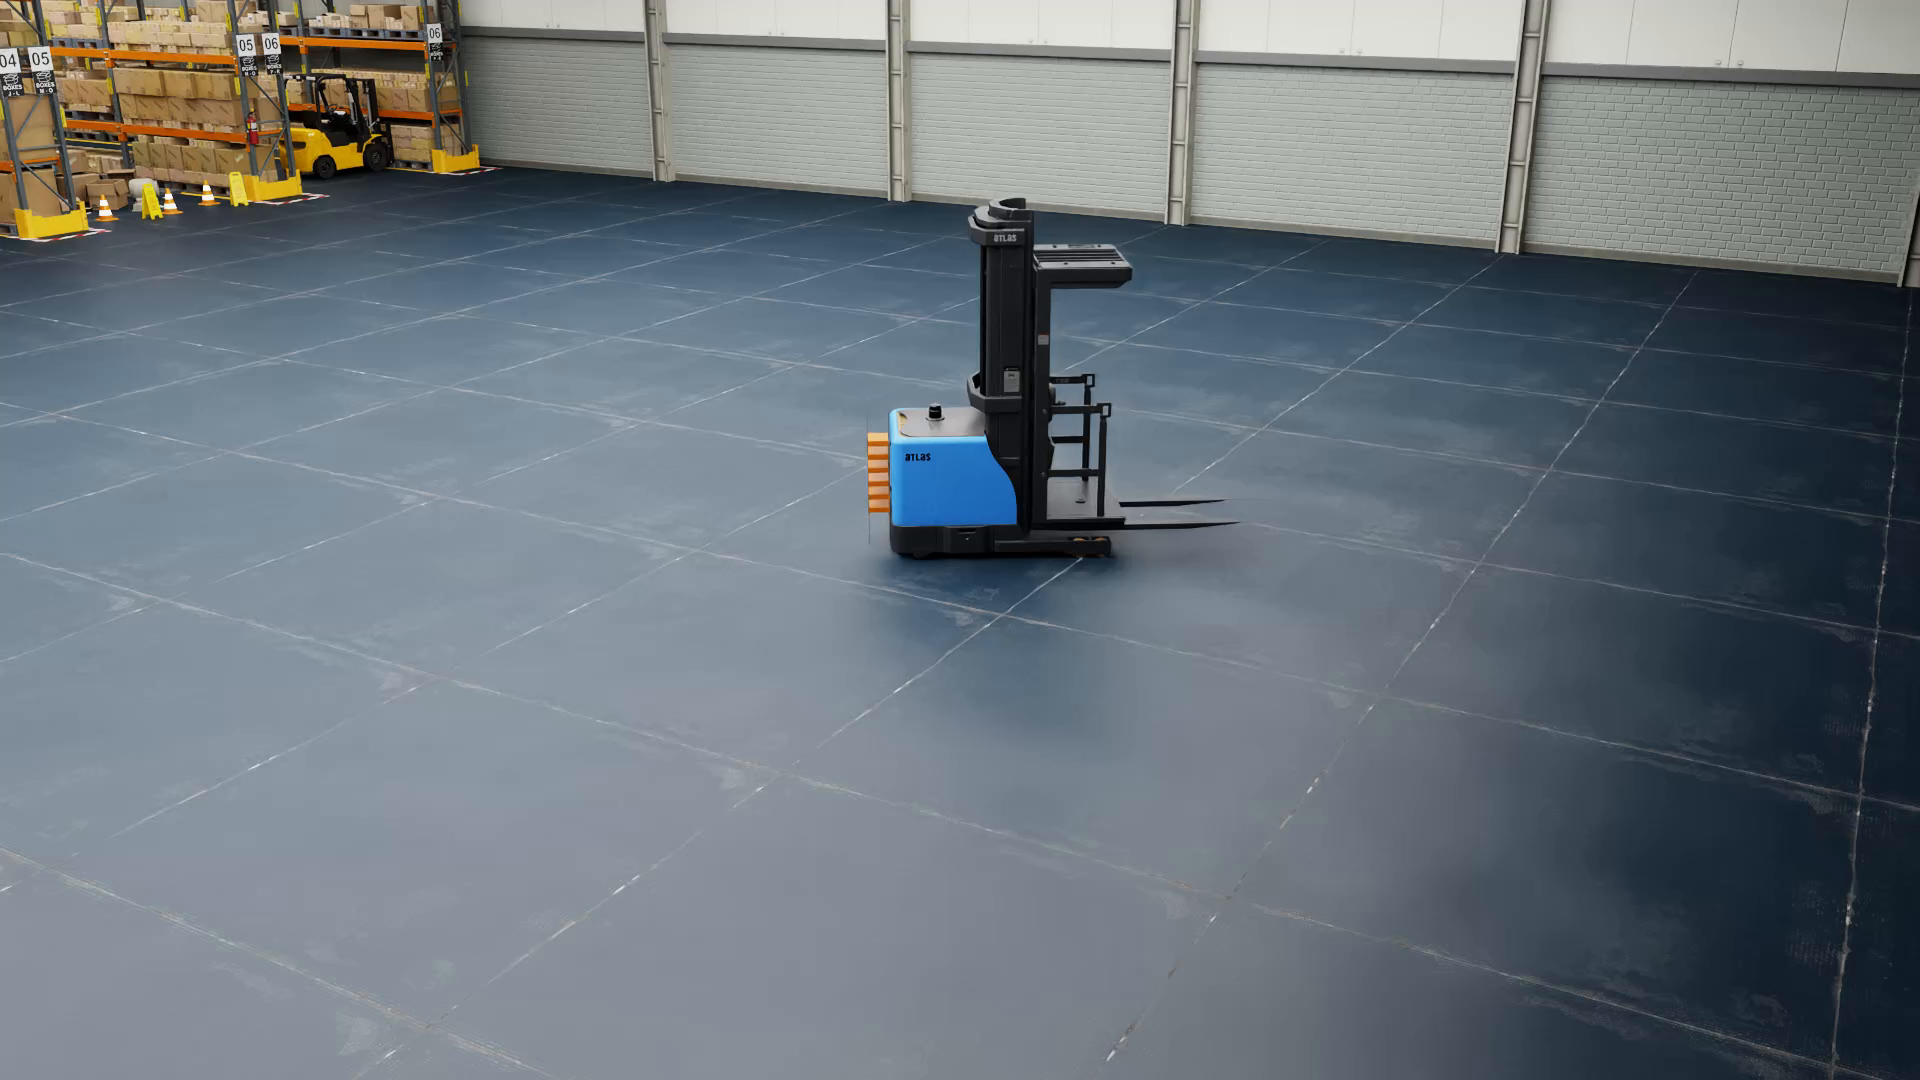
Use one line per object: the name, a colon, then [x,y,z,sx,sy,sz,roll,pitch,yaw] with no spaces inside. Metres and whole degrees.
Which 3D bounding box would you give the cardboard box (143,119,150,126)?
cardboard box: [-16.816,-8.743,34.735,0.250,0.149,0.380,11,23,27]

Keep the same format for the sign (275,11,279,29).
sign: [-13.671,-10.388,33.221,0.005,0.325,0.100,11,23,27]

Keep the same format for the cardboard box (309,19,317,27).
cardboard box: [-14.766,-11.920,38.333,0.250,0.149,0.380,11,23,28]

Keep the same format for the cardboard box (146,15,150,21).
cardboard box: [-20.040,-12.950,41.201,0.250,0.149,0.380,12,23,29]

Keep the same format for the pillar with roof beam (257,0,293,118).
pillar with roof beam: [-19.024,-12.804,36.765,0.400,9.000,9.100,11,23,27]

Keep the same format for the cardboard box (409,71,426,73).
cardboard box: [-12.365,-10.634,38.045,0.250,0.149,0.380,11,23,28]

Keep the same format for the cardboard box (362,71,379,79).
cardboard box: [-13.487,-10.673,38.152,0.250,0.149,0.380,11,23,28]

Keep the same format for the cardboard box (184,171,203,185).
cardboard box: [-15.680,-7.539,34.462,0.500,0.250,0.500,10,22,25]

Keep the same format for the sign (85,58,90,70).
sign: [-22.252,-12.124,42.416,0.005,0.325,0.100,11,23,27]

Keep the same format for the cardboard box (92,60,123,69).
cardboard box: [-21.681,-11.977,42.519,0.500,0.500,0.700,11,23,29]

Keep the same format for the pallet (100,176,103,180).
pallet: [-19.177,-8.091,36.659,1.213,0.211,1.003,11,23,27]

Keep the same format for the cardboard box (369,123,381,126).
cardboard box: [-13.405,-9.493,38.384,0.500,0.250,0.500,10,22,26]

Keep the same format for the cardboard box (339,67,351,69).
cardboard box: [-14.385,-11.024,39.119,0.250,0.149,0.380,10,22,26]

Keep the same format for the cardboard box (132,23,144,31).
cardboard box: [-16.628,-10.455,33.887,0.250,0.149,0.380,11,22,27]

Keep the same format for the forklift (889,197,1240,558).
forklift: [0.902,-1.405,14.239,3.031,2.935,1.130,-1,20,-3]

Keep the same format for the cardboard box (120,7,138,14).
cardboard box: [-20.574,-13.137,41.250,0.250,0.149,0.380,11,23,28]

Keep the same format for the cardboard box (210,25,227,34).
cardboard box: [-14.581,-10.095,32.894,0.250,0.149,0.380,11,23,28]

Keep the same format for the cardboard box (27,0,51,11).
cardboard box: [-23.891,-13.859,43.122,0.500,0.250,0.500,11,23,29]

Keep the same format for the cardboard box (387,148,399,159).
cardboard box: [-12.944,-8.944,38.337,0.500,0.250,0.500,11,23,28]

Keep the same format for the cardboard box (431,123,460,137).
cardboard box: [-11.845,-9.395,38.114,0.500,0.250,0.500,10,22,26]

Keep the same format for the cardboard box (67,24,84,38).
cardboard box: [-18.447,-10.747,35.097,0.500,0.250,0.500,11,23,28]

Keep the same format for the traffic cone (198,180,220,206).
traffic cone: [-14.940,-6.900,33.007,0.334,0.463,0.336,11,23,27]

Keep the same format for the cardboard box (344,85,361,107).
cardboard box: [-13.844,-10.279,38.454,0.500,0.500,0.500,11,22,27]

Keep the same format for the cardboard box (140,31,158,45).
cardboard box: [-16.291,-10.225,33.838,0.500,0.250,0.500,11,23,28]

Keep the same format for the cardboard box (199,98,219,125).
cardboard box: [-14.978,-8.685,33.624,0.500,0.500,0.500,11,23,27]

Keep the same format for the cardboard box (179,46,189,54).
cardboard box: [-15.488,-9.895,33.511,0.250,0.149,0.380,10,22,26]

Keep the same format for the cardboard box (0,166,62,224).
cardboard box: [-16.885,-6.207,29.875,0.875,0.875,0.875,11,23,28]

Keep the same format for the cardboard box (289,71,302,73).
cardboard box: [-15.872,-11.162,39.936,0.250,0.149,0.380,11,22,27]

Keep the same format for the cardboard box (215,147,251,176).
cardboard box: [-14.762,-7.718,33.859,0.500,0.500,0.500,11,23,28]

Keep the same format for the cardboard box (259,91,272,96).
cardboard box: [-16.438,-10.658,39.866,0.500,0.250,0.500,11,23,28]

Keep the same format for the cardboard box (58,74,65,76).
cardboard box: [-19.489,-9.961,36.526,0.500,0.500,0.500,9,22,24]

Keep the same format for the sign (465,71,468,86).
sign: [-11.242,-10.492,37.803,0.005,0.325,0.100,11,23,27]

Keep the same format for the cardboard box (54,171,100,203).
cardboard box: [-17.524,-6.987,32.988,0.503,0.637,0.797,11,23,27]

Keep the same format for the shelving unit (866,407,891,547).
shelving unit: [-0.705,-0.546,14.407,0.189,1.200,0.258,-1,20,-3]

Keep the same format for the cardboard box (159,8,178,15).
cardboard box: [-19.381,-12.954,40.777,0.250,0.149,0.380,10,22,26]

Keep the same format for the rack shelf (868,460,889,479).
rack shelf: [-0.705,-0.617,14.381,0.180,0.103,0.258,-1,20,-3]

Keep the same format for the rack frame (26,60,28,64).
rack frame: [-25.486,-12.545,44.847,0.127,3.000,1.000,11,23,27]

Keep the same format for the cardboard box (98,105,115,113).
cardboard box: [-18.011,-9.153,35.250,0.250,0.149,0.380,11,23,28]

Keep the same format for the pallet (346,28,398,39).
pallet: [-13.192,-11.580,37.919,1.213,0.211,1.003,11,23,27]

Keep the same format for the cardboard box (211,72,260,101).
cardboard box: [-14.488,-9.082,33.253,0.500,0.500,0.700,10,22,26]

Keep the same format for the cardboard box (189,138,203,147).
cardboard box: [-15.562,-8.151,34.101,0.250,0.149,0.380,12,23,30]

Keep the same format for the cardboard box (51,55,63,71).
cardboard box: [-23.912,-12.561,43.577,0.500,0.500,0.500,11,23,29]

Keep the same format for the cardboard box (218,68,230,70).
cardboard box: [-18.119,-11.572,41.068,0.250,0.149,0.380,12,23,29]

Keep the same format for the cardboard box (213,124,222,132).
cardboard box: [-14.855,-8.344,33.635,0.250,0.149,0.380,10,22,26]

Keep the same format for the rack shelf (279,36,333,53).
rack shelf: [-16.756,-11.954,39.873,4.000,0.370,1.077,11,23,27]

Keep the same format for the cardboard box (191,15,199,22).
cardboard box: [-18.346,-12.610,40.210,0.250,0.166,0.380,11,23,27]

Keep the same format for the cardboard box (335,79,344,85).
cardboard box: [-14.213,-10.629,38.467,0.250,0.149,0.380,11,23,28]

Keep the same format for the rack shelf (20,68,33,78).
rack shelf: [-18.007,-8.320,29.855,4.000,0.370,1.077,11,23,27]

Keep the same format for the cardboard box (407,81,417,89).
cardboard box: [-12.195,-10.244,37.405,0.250,0.149,0.380,11,23,28]
